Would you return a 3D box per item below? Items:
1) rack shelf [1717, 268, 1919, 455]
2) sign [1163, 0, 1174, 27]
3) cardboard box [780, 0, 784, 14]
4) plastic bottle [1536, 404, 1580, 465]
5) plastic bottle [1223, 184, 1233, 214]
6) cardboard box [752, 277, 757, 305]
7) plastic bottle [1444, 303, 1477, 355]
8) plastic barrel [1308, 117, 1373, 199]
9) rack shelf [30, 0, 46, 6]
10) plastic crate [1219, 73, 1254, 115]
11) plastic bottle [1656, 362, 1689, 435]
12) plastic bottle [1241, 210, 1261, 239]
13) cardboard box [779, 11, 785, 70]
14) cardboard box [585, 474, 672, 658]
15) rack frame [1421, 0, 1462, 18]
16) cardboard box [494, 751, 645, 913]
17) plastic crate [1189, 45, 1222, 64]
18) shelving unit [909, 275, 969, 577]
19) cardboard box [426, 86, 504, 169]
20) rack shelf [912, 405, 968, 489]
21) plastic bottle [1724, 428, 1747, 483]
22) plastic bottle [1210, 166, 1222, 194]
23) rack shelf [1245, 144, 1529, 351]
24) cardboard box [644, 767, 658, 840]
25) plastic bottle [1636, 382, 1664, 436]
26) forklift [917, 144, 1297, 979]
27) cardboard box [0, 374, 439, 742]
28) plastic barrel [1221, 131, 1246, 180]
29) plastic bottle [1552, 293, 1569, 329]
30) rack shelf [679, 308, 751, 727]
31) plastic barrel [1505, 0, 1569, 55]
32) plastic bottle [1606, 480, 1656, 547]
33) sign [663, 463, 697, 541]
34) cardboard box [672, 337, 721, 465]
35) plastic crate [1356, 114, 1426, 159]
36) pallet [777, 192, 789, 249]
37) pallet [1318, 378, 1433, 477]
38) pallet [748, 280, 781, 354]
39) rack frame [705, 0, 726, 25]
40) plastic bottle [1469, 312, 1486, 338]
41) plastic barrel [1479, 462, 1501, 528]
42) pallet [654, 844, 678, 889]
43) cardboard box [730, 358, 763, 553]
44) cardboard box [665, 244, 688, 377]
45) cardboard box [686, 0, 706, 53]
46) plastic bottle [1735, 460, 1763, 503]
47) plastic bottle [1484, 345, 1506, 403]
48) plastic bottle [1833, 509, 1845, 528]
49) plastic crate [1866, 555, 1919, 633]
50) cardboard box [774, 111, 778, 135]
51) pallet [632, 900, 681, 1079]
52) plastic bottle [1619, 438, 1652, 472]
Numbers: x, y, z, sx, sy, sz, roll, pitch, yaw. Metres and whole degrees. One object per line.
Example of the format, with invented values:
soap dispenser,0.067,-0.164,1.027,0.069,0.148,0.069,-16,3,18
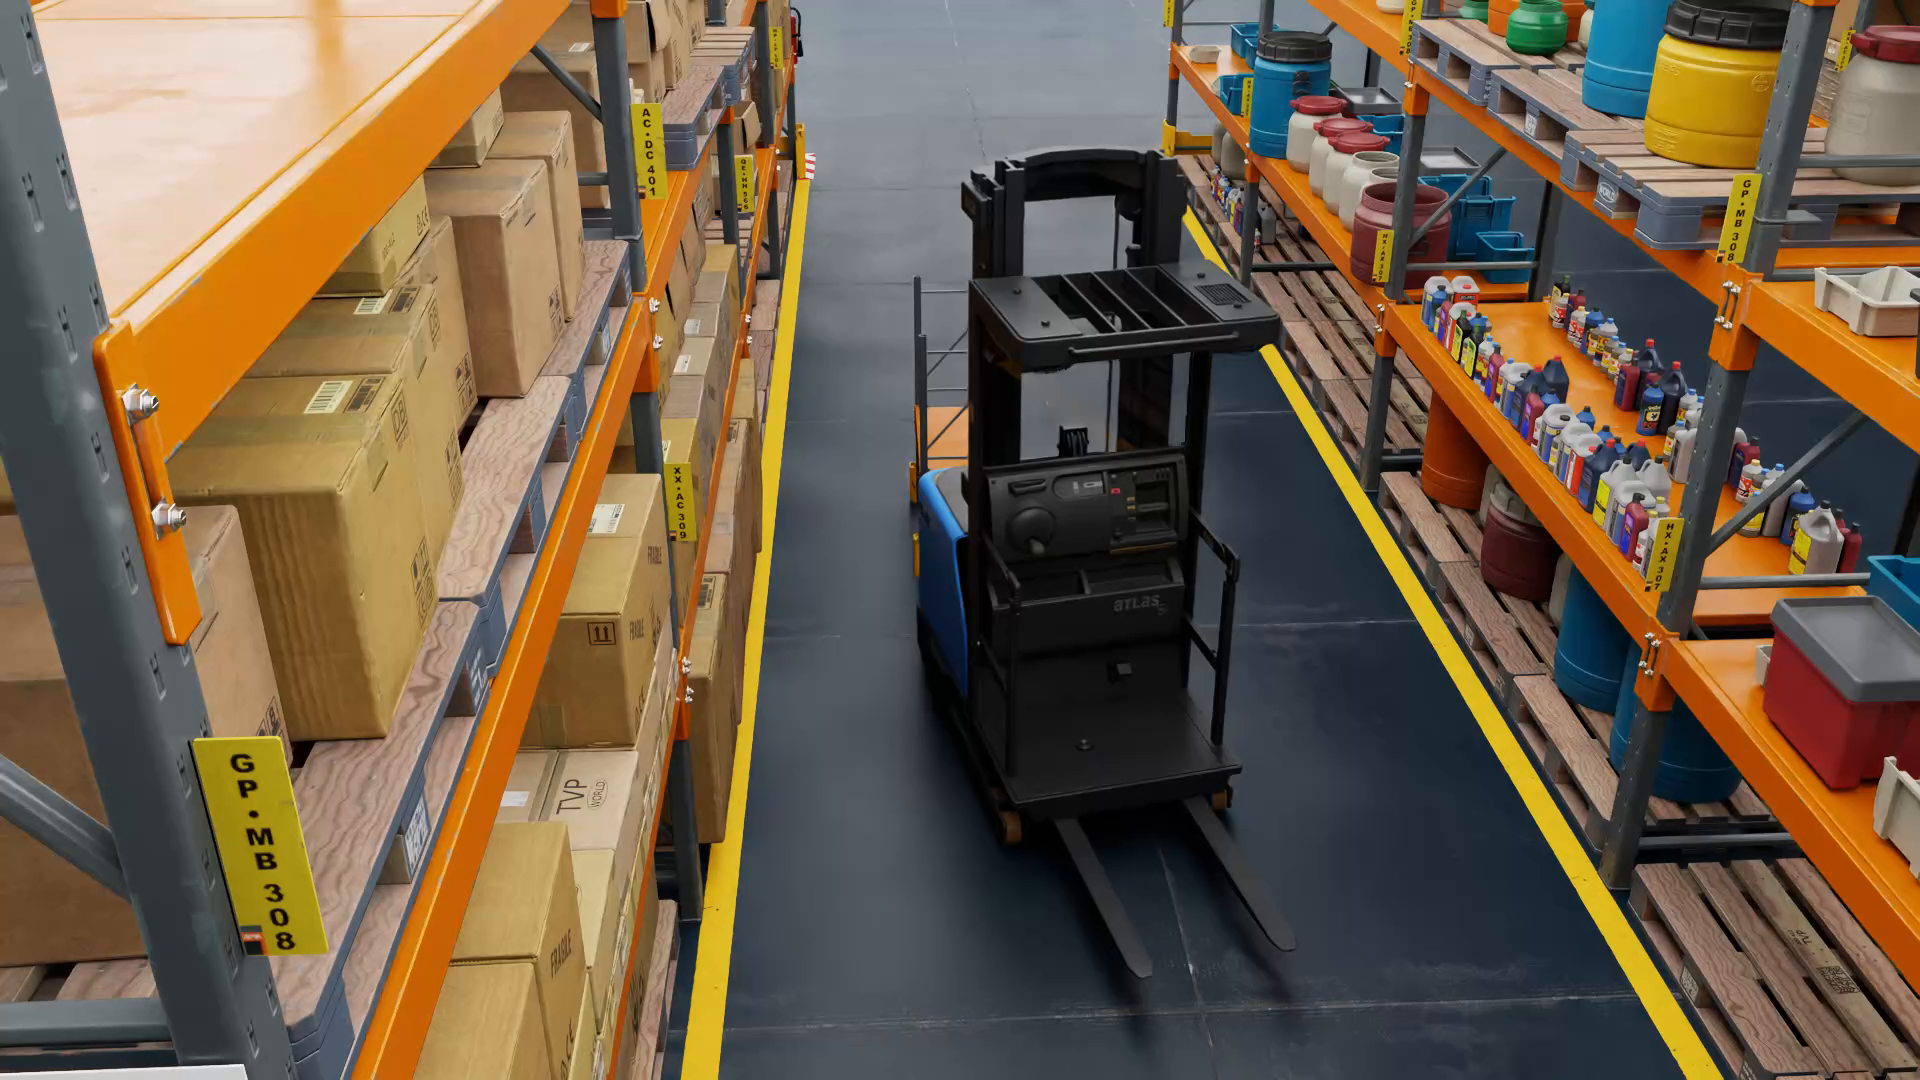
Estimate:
rack shelf,3.444,0.084,4.379,1.077,0.370,4.000,-1,28,-3
sign,2.163,-5.481,17.217,0.100,0.325,0.005,-1,28,-3
cardboard box,-1.902,-5.160,15.389,0.500,0.500,0.500,-1,28,-3
plastic bottle,2.932,-0.518,8.134,0.152,0.276,0.135,-1,28,-3
plastic bottle,2.530,-3.212,15.640,0.097,0.271,0.097,0,28,0
cardboard box,-2.014,-2.206,13.463,0.700,0.500,0.500,-3,28,-7
plastic bottle,2.855,-1.199,9.440,0.152,0.276,0.135,-1,28,-3
plastic barrel,2.791,-2.797,12.222,0.433,0.535,0.433,0,28,0
rack shelf,-6.878,-3.417,11.093,1.077,0.370,4.000,-1,28,-3
plastic crate,2.593,-3.961,14.762,0.499,0.251,0.616,-1,28,-3
plastic bottle,3.621,-0.728,8.455,0.144,0.351,0.185,-1,28,-3
plastic bottle,2.600,-2.834,14.828,0.144,0.351,0.185,-2,28,-4
cardboard box,-2.103,-4.712,15.611,0.875,0.500,0.500,-1,28,-3
cardboard box,-1.316,0.099,5.846,0.500,0.500,0.500,-1,28,-1
rack frame,3.131,-4.335,8.832,1.000,3.000,0.127,-1,28,-3
cardboard box,-1.265,0.898,5.125,0.500,0.250,0.500,-1,28,-2
plastic crate,2.438,-4.832,16.556,0.298,0.136,0.250,-1,28,-3
shelving unit,-0.004,-0.700,9.971,0.587,1.500,1.083,-1,28,-3
cardboard box,-1.564,-1.212,4.604,0.500,0.250,0.500,-3,28,-6
rack shelf,-0.004,-0.545,10.062,0.538,0.185,1.000,-1,28,-3
plastic bottle,3.647,-0.424,7.953,0.152,0.276,0.135,-1,28,-3
plastic bottle,2.496,-3.511,16.212,0.097,0.271,0.097,0,28,0
rack shelf,3.026,-2.280,12.156,1.077,0.370,4.000,-1,28,-3
cardboard box,-1.223,0.892,5.568,0.380,0.149,0.250,-1,28,-2
plastic bottle,3.503,-0.670,8.429,0.097,0.271,0.097,0,28,0
forklift,0.637,-0.107,7.286,1.130,2.935,3.031,-7,28,-13
cardboard box,-1.387,0.032,3.031,0.700,0.500,0.500,-2,28,-5
plastic barrel,2.850,-3.920,16.758,0.421,0.512,0.421,0,28,0
plastic bottle,3.566,-1.357,9.823,0.097,0.201,0.097,0,28,0
rack shelf,-1.711,-0.313,8.385,1.077,0.370,4.000,-1,28,-3
plastic barrel,2.956,-2.628,8.515,0.294,0.245,0.294,0,28,0
plastic bottle,2.977,-0.116,7.363,0.152,0.276,0.135,-1,28,-3
sign,-1.053,-0.142,6.256,0.100,0.325,0.005,-1,28,-3
cardboard box,-1.466,-0.673,8.189,0.500,0.500,0.500,-1,28,-2
plastic crate,3.290,-3.014,12.802,0.392,0.384,0.575,-1,28,-3
pallet,-2.162,-3.041,15.852,1.003,0.211,1.213,-1,28,-3
pallet,3.129,-0.798,11.551,1.003,0.211,1.213,-1,28,-3
pallet,-1.982,-1.807,13.487,1.003,0.211,1.213,-1,28,-3
rack frame,-1.816,-4.216,8.602,1.000,3.000,0.127,-1,28,-3
plastic bottle,2.894,-1.144,9.340,0.097,0.271,0.097,0,28,0
plastic barrel,3.292,-0.275,9.769,0.421,0.512,0.421,0,28,0
pallet,-1.722,1.173,7.772,1.003,0.211,1.213,-1,28,-3
cardboard box,-1.800,-0.481,9.772,1.225,0.875,0.875,-3,28,-5
cardboard box,-1.721,-1.096,7.916,0.797,0.503,0.637,-1,28,-1
cardboard box,-1.712,-2.838,8.638,0.797,0.503,0.637,0,28,0
plastic bottle,3.688,-0.276,7.751,0.097,0.201,0.097,0,28,0
plastic bottle,2.845,-0.881,8.823,0.061,0.283,0.133,-1,28,-3
plastic bottle,3.739,-0.018,7.167,0.061,0.283,0.133,-1,28,-3
plastic crate,3.705,0.360,6.269,0.392,0.384,0.575,-1,28,-3
cardboard box,-1.735,-3.514,14.016,0.380,0.149,0.250,-1,28,-3
pallet,-1.645,1.881,6.416,1.003,0.211,1.213,-1,28,-3
plastic bottle,3.099,-0.312,7.658,0.144,0.351,0.185,-1,28,-3
